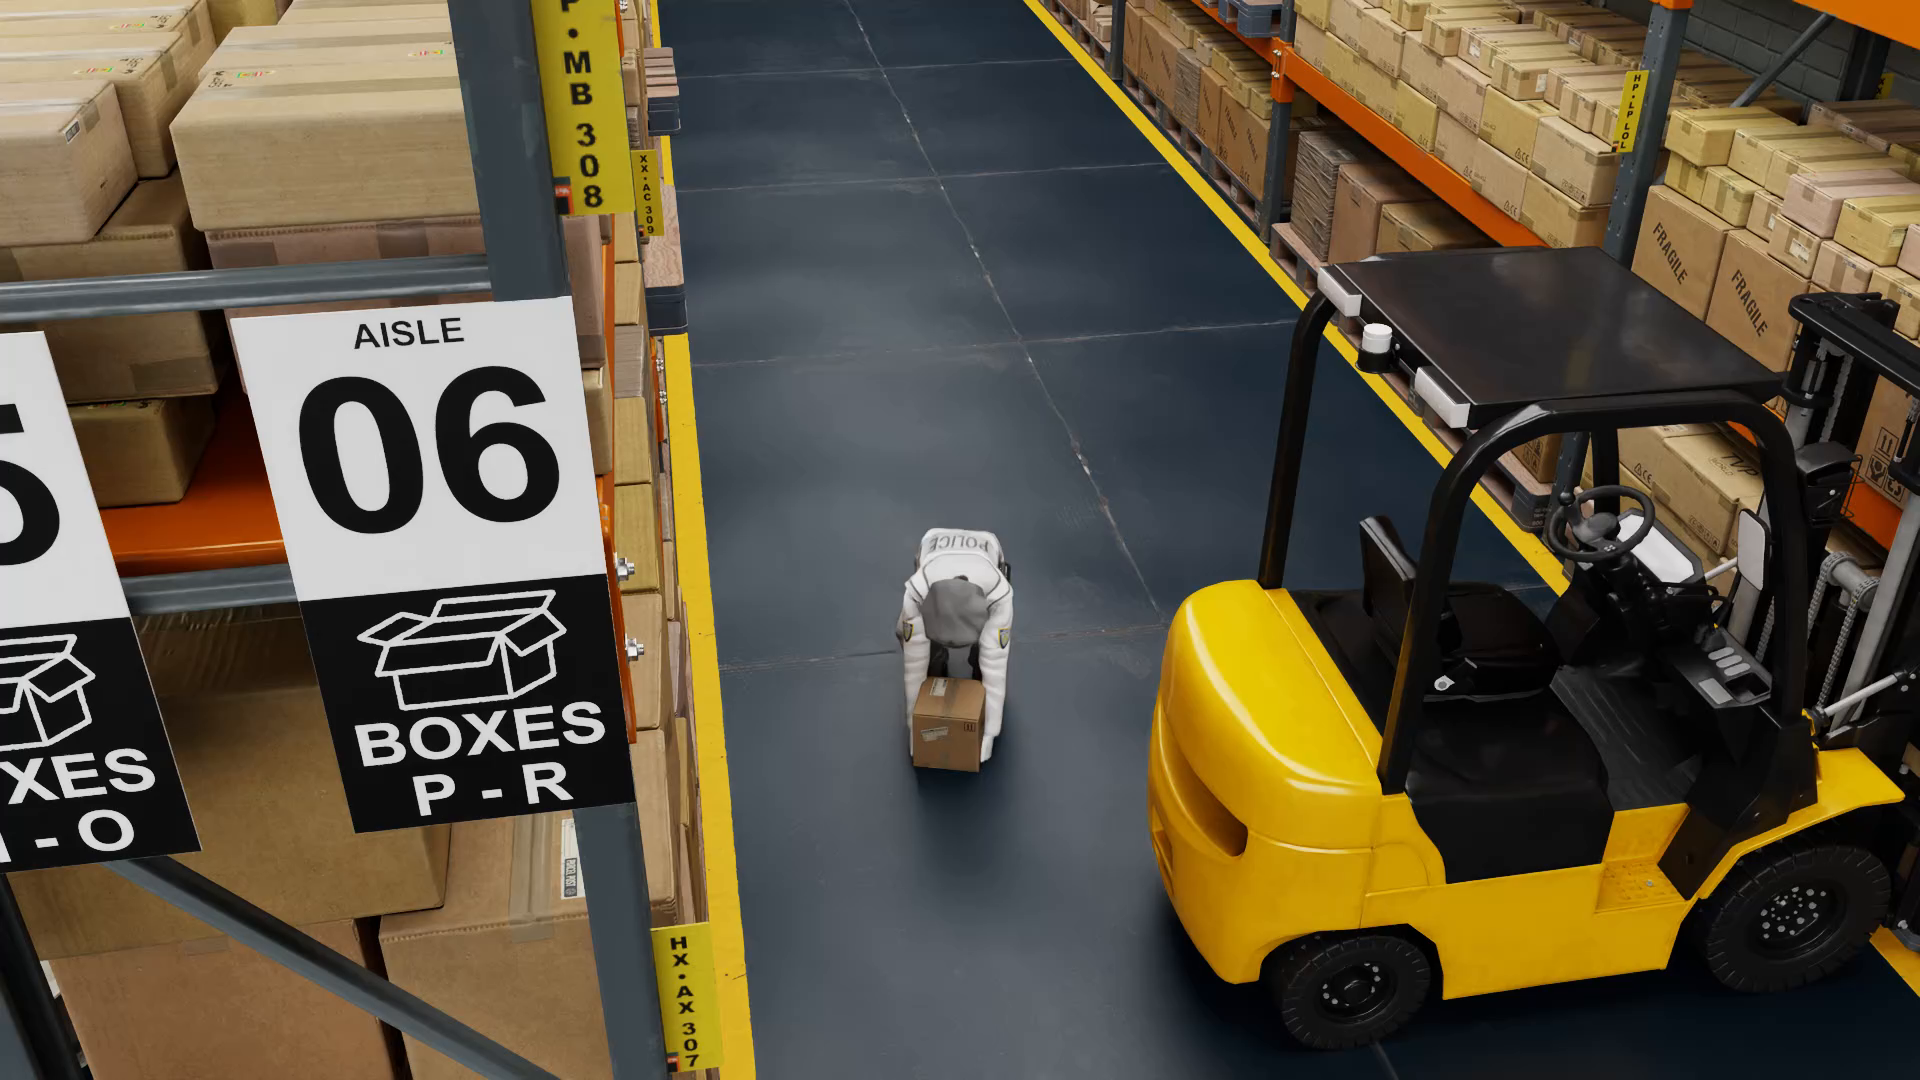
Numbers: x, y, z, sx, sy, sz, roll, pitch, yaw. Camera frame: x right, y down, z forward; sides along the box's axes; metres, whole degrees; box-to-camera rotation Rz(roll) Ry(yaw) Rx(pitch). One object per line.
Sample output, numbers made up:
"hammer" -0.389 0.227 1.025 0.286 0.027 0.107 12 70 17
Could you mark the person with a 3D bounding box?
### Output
"person" -0.014 0.331 6.516 0.459 0.802 0.901 4 31 6
